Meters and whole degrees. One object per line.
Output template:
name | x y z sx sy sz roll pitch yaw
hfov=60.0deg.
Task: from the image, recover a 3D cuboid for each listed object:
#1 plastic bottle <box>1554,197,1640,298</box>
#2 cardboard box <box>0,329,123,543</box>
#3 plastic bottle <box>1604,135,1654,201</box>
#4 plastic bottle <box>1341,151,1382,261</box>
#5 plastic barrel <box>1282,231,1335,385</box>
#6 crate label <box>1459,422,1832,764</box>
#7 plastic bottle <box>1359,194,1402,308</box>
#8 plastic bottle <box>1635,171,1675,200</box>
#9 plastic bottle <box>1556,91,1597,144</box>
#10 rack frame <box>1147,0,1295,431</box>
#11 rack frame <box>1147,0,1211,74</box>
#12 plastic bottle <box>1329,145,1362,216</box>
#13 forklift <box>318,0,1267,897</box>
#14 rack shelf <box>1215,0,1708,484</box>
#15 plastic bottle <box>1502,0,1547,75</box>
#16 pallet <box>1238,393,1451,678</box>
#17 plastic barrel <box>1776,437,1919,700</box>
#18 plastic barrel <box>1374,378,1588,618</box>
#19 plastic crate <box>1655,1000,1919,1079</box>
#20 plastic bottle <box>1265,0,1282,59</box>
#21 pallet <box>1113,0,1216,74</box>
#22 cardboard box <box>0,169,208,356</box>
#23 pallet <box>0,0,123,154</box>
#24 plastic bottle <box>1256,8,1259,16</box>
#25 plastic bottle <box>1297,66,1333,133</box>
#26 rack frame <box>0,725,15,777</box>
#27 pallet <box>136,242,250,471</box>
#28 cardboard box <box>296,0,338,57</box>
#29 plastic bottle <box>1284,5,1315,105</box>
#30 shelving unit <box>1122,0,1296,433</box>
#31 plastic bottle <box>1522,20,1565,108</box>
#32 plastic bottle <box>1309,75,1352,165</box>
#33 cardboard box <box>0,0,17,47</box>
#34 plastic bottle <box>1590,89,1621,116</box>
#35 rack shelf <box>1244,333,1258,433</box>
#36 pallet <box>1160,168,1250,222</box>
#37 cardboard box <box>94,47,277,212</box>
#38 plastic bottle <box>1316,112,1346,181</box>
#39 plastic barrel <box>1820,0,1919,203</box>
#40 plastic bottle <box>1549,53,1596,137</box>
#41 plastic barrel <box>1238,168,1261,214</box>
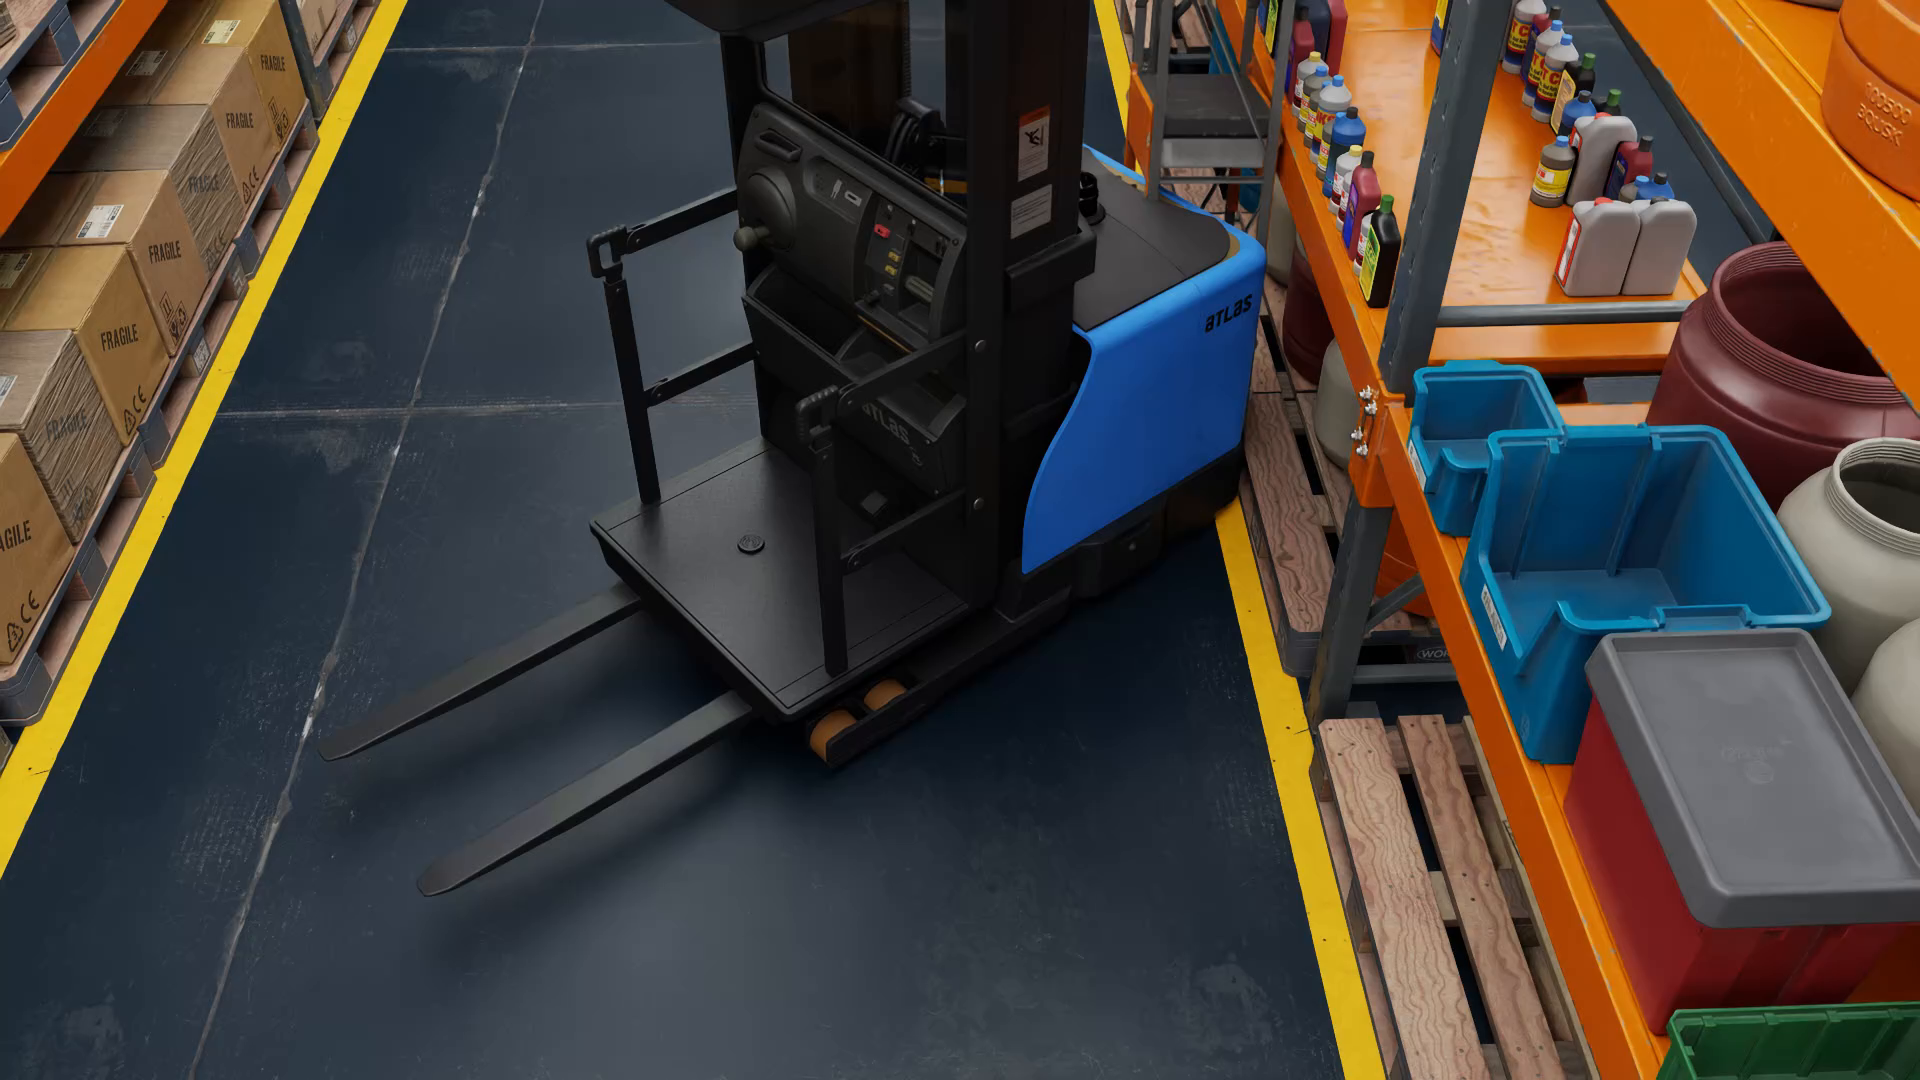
plastic bottle | 1.729 -0.809 4.505 0.152 0.276 0.135 -2 43 -2
cardboard box | -3.135 -0.328 5.412 0.500 0.500 0.500 -3 43 -3
plastic bottle | 1.912 -1.040 4.751 0.061 0.283 0.133 -2 43 -2
plastic bottle | 1.123 -0.932 4.633 0.061 0.283 0.133 -2 43 -2
plastic barrel | 1.490 -0.916 6.003 0.600 0.588 0.708 -2 43 -2
crate label | 1.348 0.107 3.387 0.502 0.435 0.616 -2 43 -2
plastic bottle | 1.133 -0.776 4.463 0.061 0.283 0.133 -2 43 -2
plastic bottle | 1.903 -0.891 4.598 0.097 0.271 0.097 0 43 0
plastic bottle | 1.823 -1.202 4.936 0.097 0.271 0.097 0 43 0
rack frame | 0.797 -1.138 5.281 0.400 2.100 0.015 -1 31 -3
rack frame | 1.406 -3.259 7.085 1.000 3.000 0.127 -2 43 -2
plastic bottle | 1.132 -1.046 4.818 0.097 0.201 0.097 0 43 0
forklift | -0.475 -0.808 4.462 3.031 2.935 1.130 -30 50 -29
rack shelf | 1.491 -1.643 5.855 1.077 0.370 4.000 -2 43 -2
plastic bottle | 1.854 -1.671 5.448 0.097 0.271 0.097 0 43 0
pallet | 1.501 -0.061 5.661 1.003 0.211 1.213 -2 43 -2
plastic barrel | 1.833 0.089 3.350 0.421 0.512 0.421 0 43 0
plastic barrel | 1.538 -0.243 5.090 0.600 0.830 0.708 -2 43 -2
plastic crate | 1.390 1.053 2.538 0.450 0.188 0.662 -2 43 -2
plastic bottle | 1.071 -1.762 5.539 0.061 0.283 0.133 -2 43 -2
pallet | 1.336 -2.726 8.568 1.003 0.211 1.213 -2 43 -2
cardboard box | -3.178 -1.019 6.166 0.500 0.500 0.500 -3 43 -3
pallet | -3.460 -1.661 5.484 1.003 0.211 1.213 -2 43 -2
plastic bottle | 1.076 -1.961 5.765 0.097 0.271 0.097 0 43 0
plastic bottle | 1.111 -1.374 5.176 0.097 0.201 0.097 0 43 0
rack frame | -3.373 -0.419 3.987 1.000 3.000 0.127 -2 43 -2
pallet | -3.416 -0.717 6.376 1.003 0.211 1.213 -2 43 -2
cardboard box | -3.345 -2.579 8.009 0.500 0.311 0.500 -2 43 -2
plastic bottle | 1.084 -1.548 5.305 0.061 0.283 0.133 -2 43 -2
shelving unit | 0.785 -1.265 5.489 0.431 2.100 0.503 -1 31 -3
plastic bottle | 1.864 -1.515 5.278 0.097 0.271 0.097 0 43 0
plastic bottle | 1.120 -1.269 5.009 0.097 0.271 0.097 0 43 0
cardboard box | -3.360 -1.655 4.951 0.700 0.500 0.500 6 43 6
plastic bottle | 1.901 -1.221 4.948 0.061 0.283 0.133 -2 43 -2
rack shelf | 0.773 -0.655 5.859 0.431 0.518 0.480 -1 31 -3
pallet | 1.397 -1.708 7.458 1.003 0.211 1.213 -2 43 -2
cardboard box | -3.223 -1.701 6.910 0.500 0.500 0.500 -2 43 -2
plastic bottle | 1.124 -1.177 4.961 0.097 0.201 0.097 0 43 0
plastic barrel | 1.422 -0.820 1.887 0.600 0.830 0.708 -2 43 -2
plastic bottle | 1.891 -1.376 5.118 0.061 0.283 0.133 -2 43 -2
plastic barrel | 1.442 -1.794 6.729 0.600 0.901 0.708 -2 43 -2
